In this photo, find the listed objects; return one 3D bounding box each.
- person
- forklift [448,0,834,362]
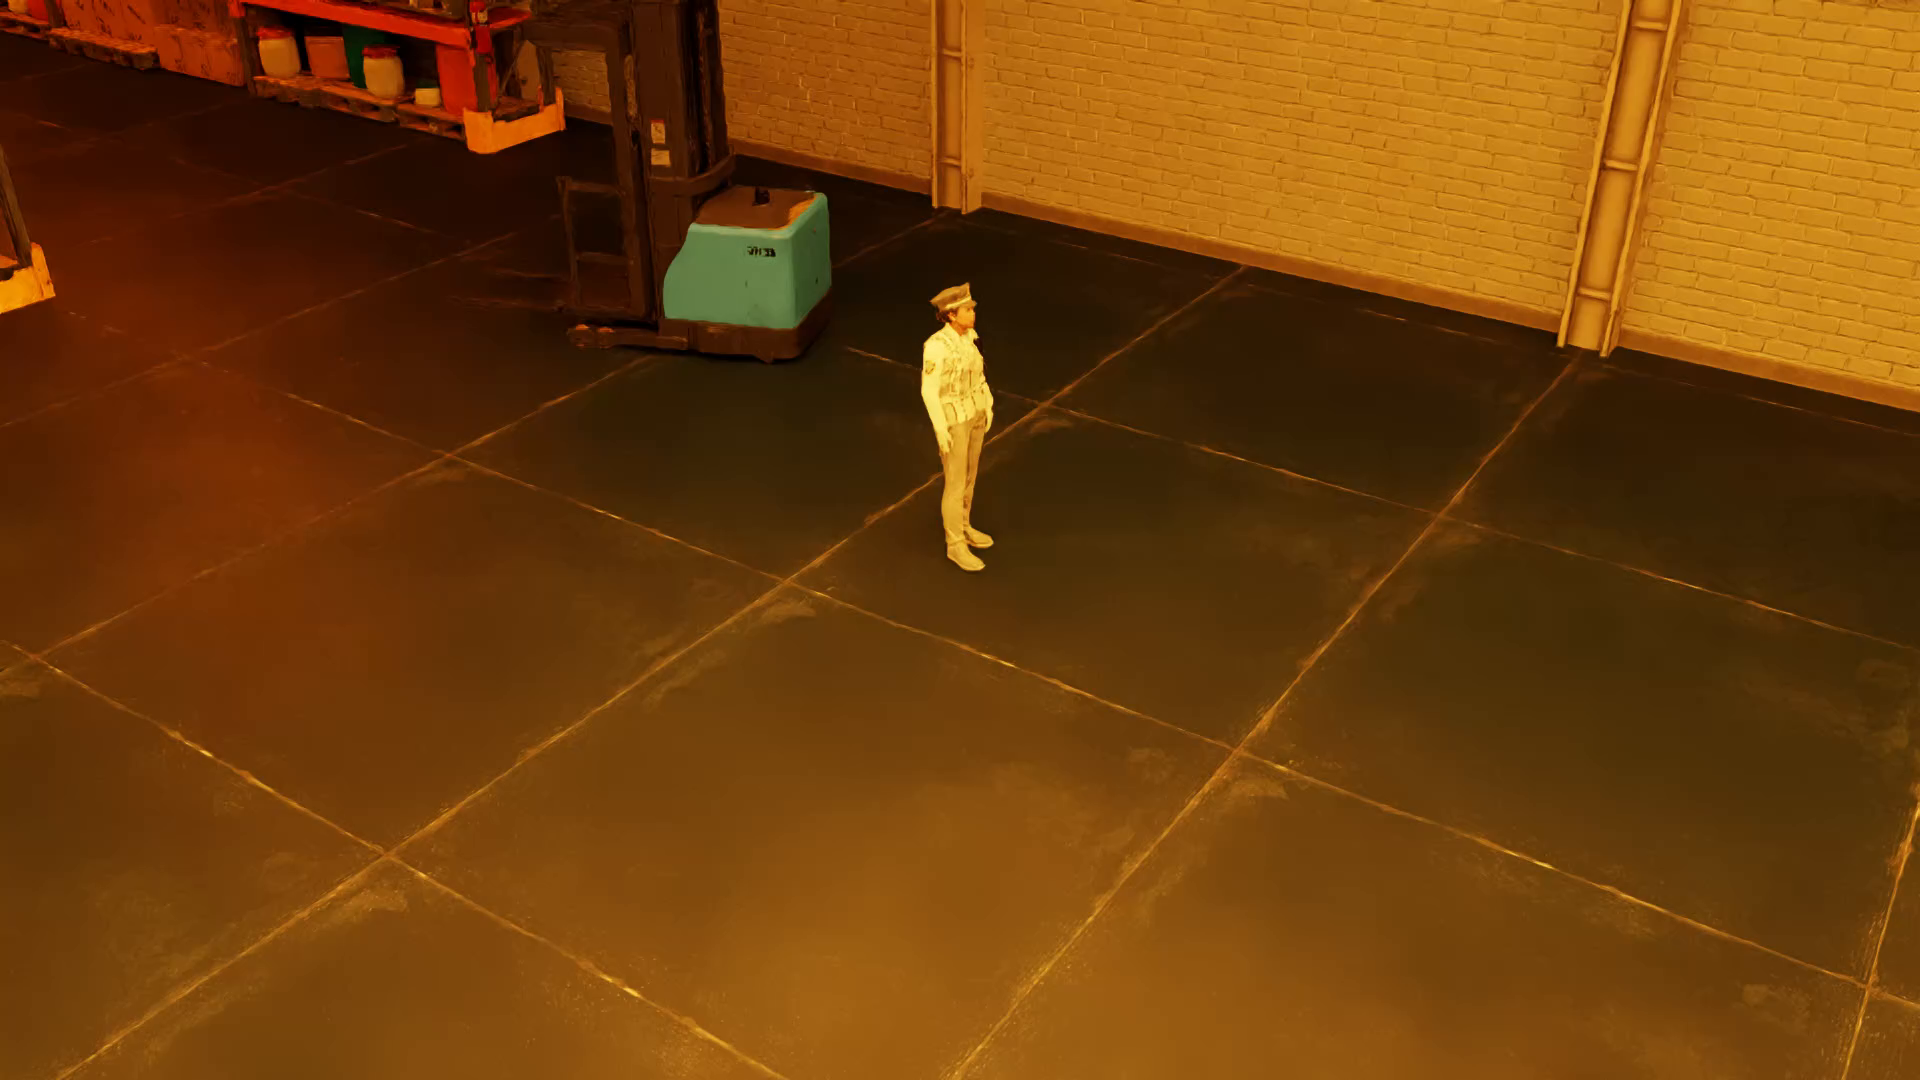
[{"bbox_3d":[0.047,-0.714,10.026,0.533,1.695,0.568,19,35,29],"label":"person"},{"bbox_3d":[-2.597,-3.024,12.788,3.031,2.935,1.130,7,31,12],"label":"forklift"}]
